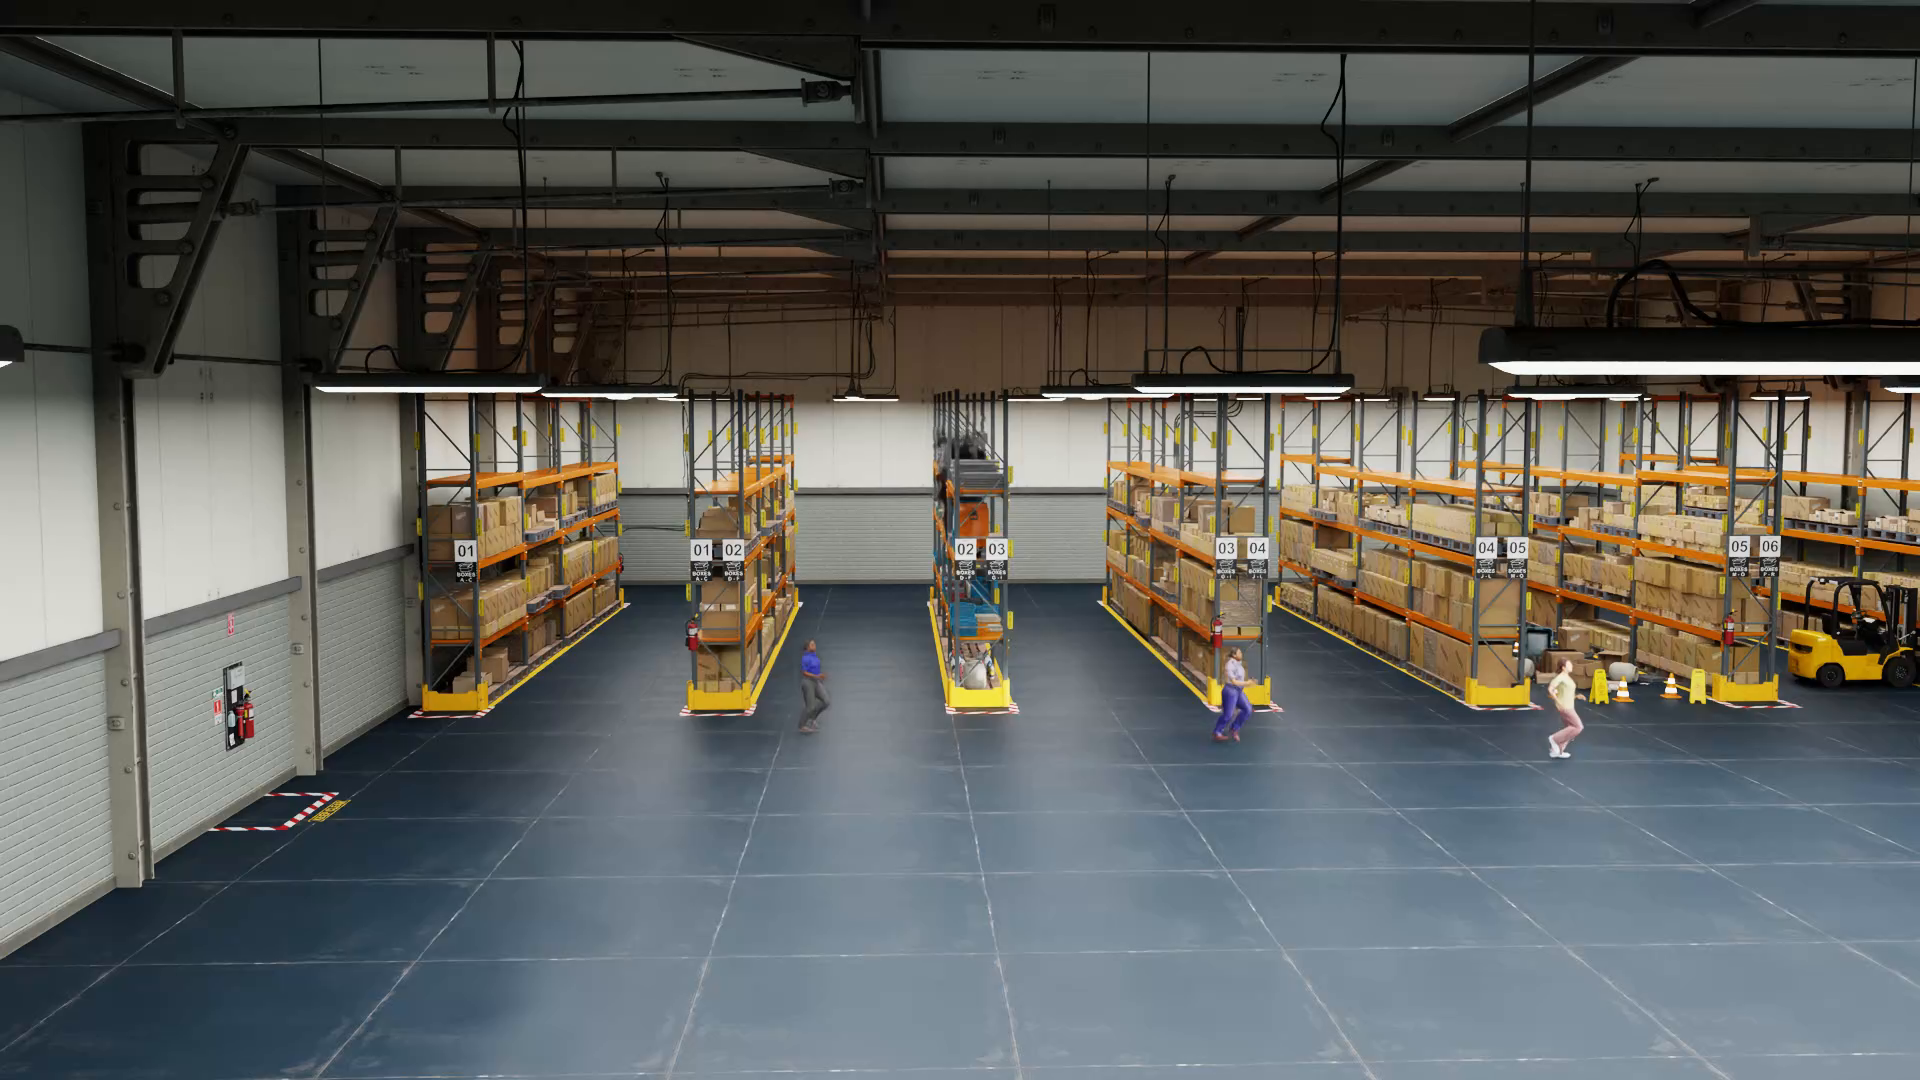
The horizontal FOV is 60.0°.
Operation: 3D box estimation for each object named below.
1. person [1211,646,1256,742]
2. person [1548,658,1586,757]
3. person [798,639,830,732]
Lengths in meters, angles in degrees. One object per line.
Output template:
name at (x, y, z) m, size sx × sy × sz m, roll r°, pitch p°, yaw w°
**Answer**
person at (4.647, 2.616, 28.152) m, size 0.760 × 1.652 × 0.573 m, roll 2°, pitch 5°, yaw 27°
person at (9.813, 2.713, 26.851) m, size 0.537 × 1.623 × 0.567 m, roll 3°, pitch 5°, yaw 31°
person at (-2.539, 2.540, 29.035) m, size 0.615 × 1.625 × 0.596 m, roll 2°, pitch 5°, yaw 27°
